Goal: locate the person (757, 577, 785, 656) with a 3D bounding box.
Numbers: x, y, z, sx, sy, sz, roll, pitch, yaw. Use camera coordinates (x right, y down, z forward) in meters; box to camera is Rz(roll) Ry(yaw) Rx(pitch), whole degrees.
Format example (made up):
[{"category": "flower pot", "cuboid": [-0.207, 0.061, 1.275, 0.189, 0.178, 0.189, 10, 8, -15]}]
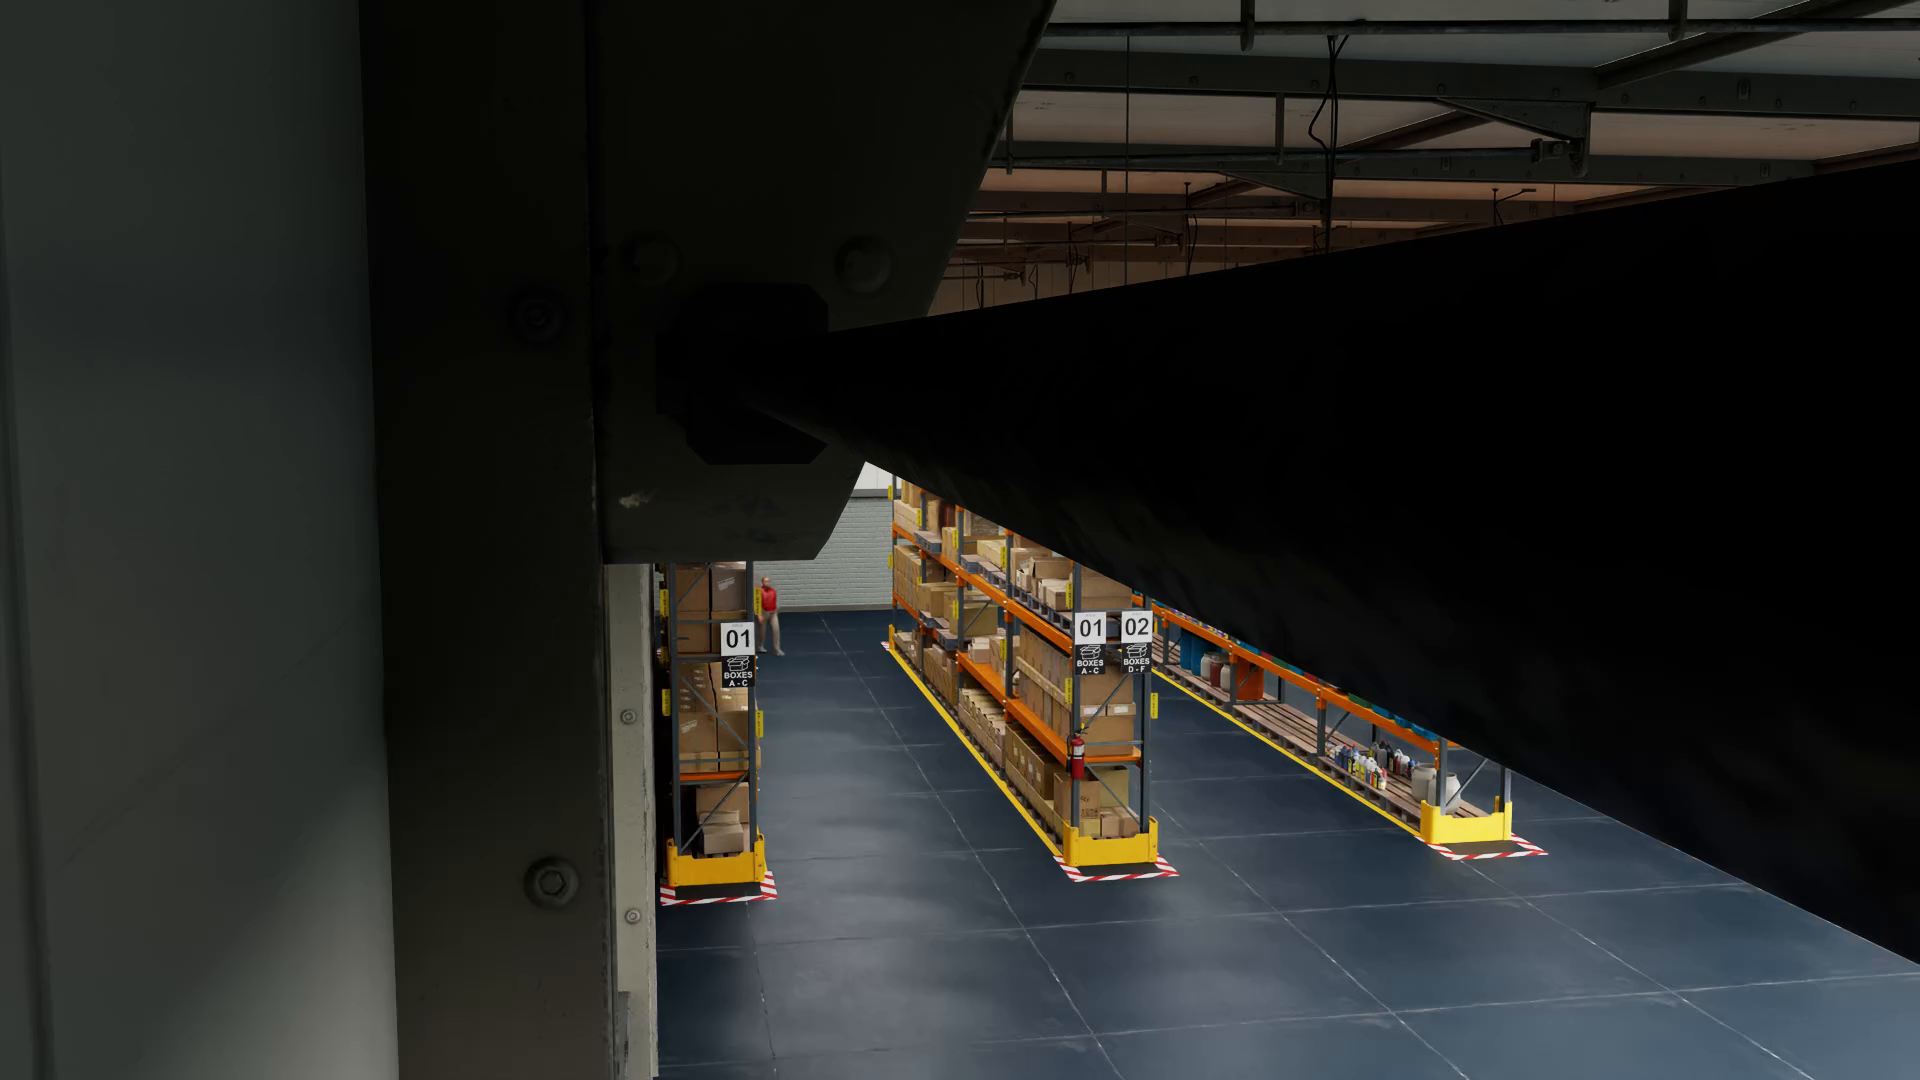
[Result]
[{"category": "person", "cuboid": [-4.116, 1.623, 35.701, 0.597, 1.663, 1.000, -3, 7, -24]}]
